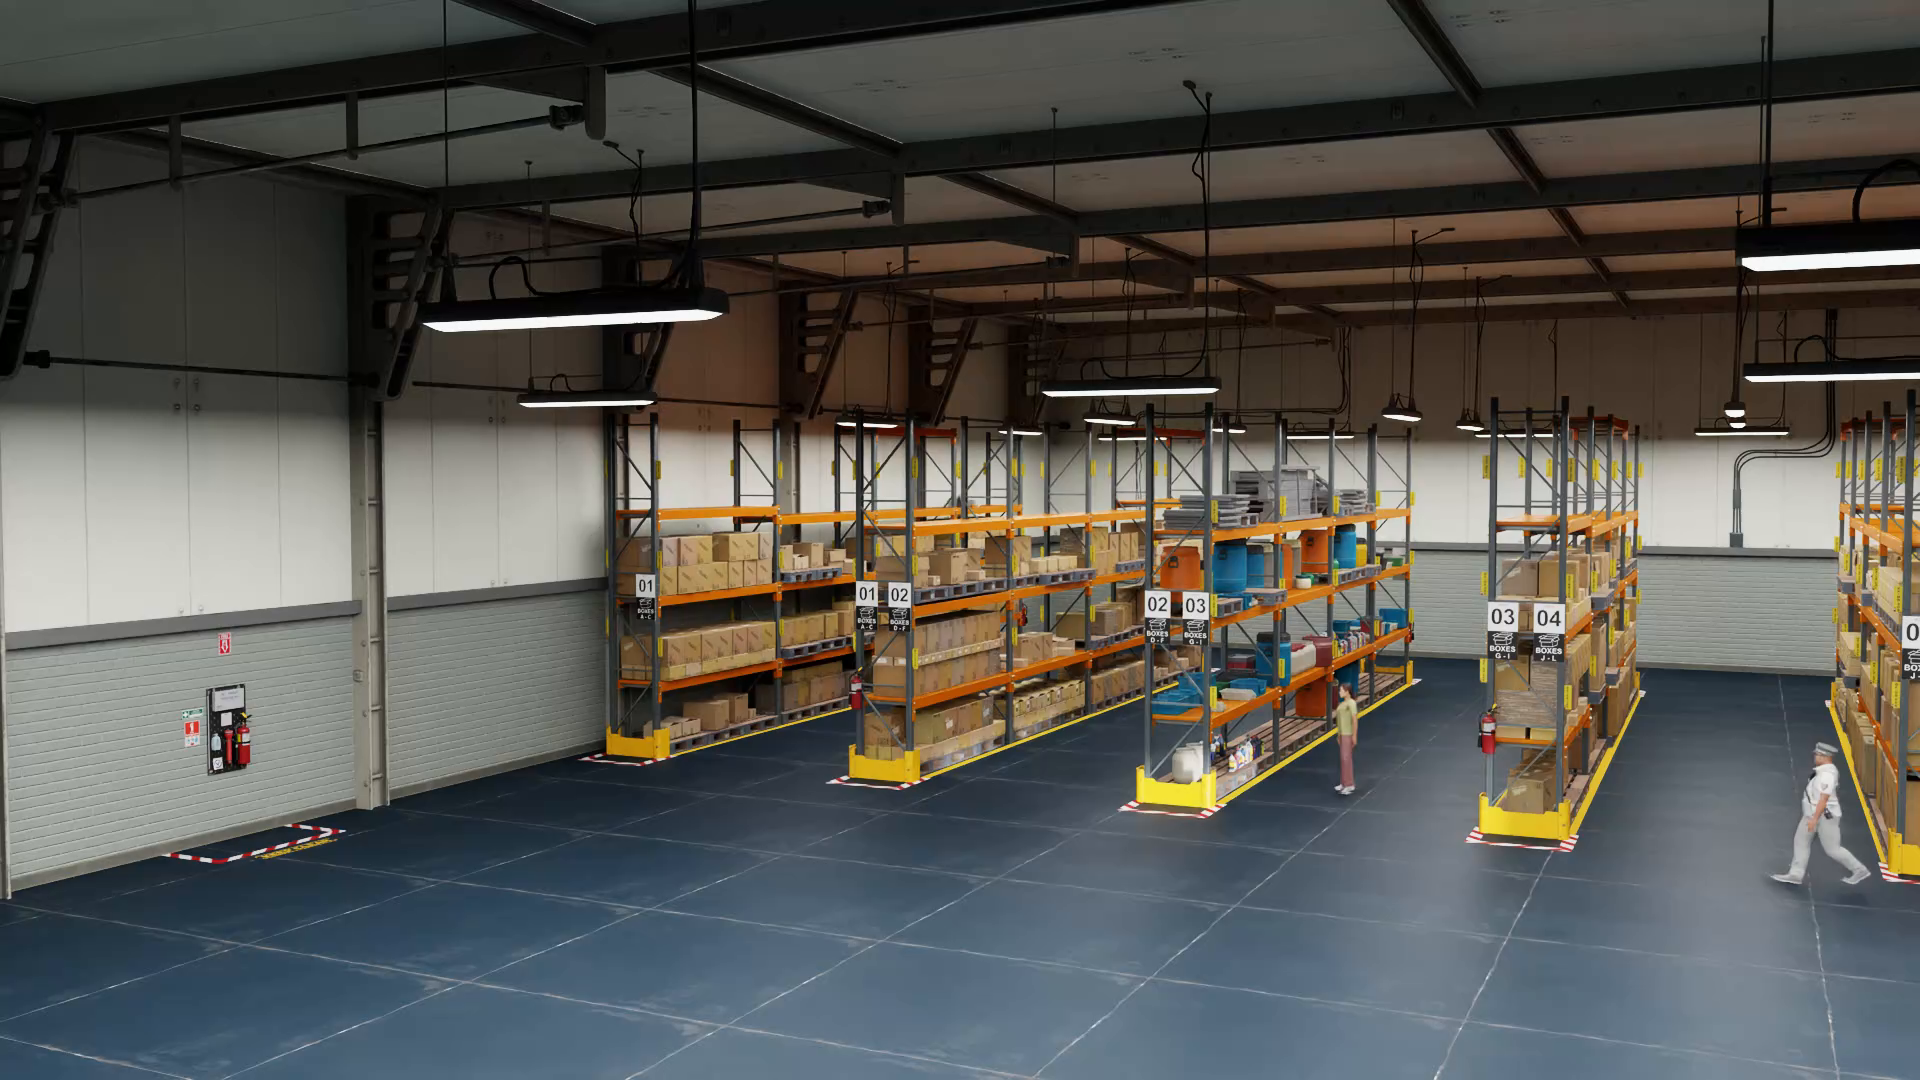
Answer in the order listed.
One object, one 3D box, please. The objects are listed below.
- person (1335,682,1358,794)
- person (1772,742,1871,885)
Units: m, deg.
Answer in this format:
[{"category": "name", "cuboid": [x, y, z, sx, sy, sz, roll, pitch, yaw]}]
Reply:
[{"category": "person", "cuboid": [6.031, 3.083, 25.935, 0.388, 1.711, 0.569, 0, 2, -3]}, {"category": "person", "cuboid": [10.345, 3.291, 19.916, 0.999, 1.735, 0.512, 0, 2, 3]}]
